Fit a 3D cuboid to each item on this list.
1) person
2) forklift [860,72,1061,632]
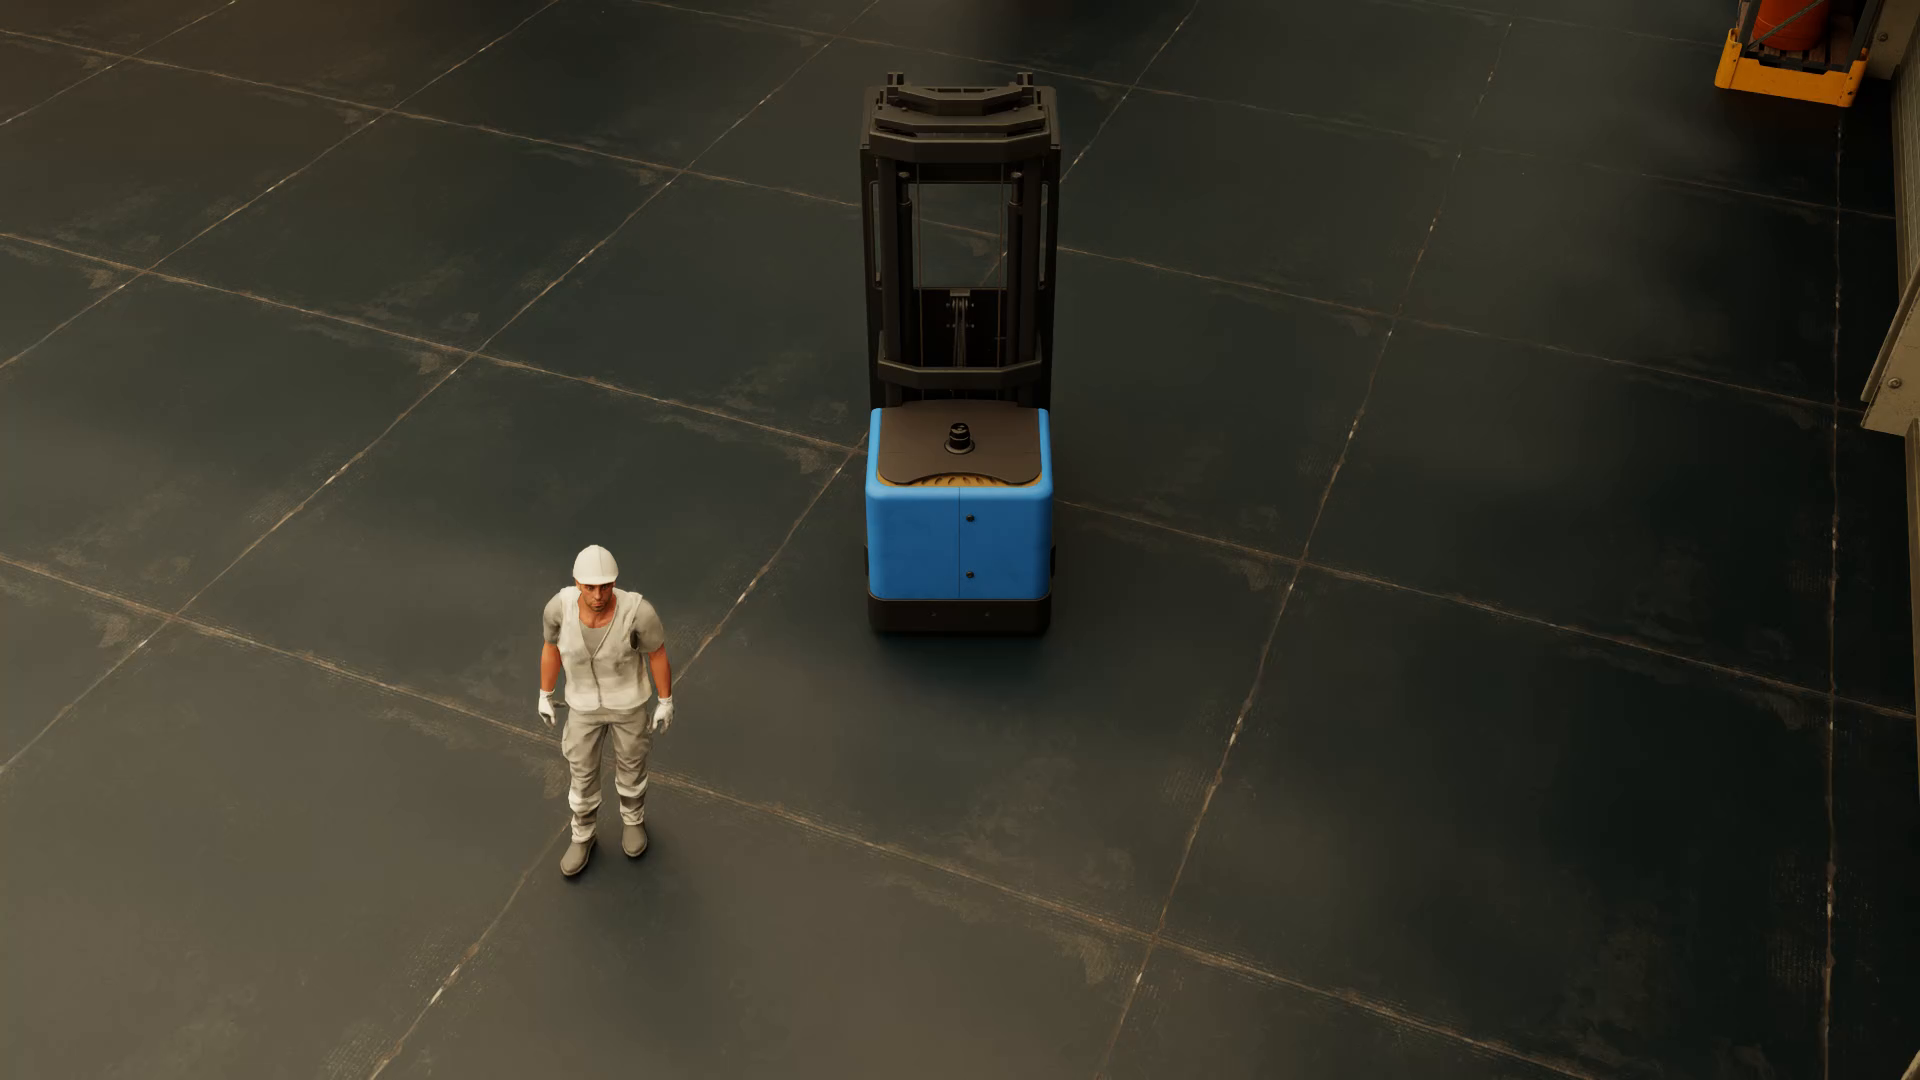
[{"bbox_3d":[-1.689,0.821,7.904,0.637,1.790,0.561,-1,40,-1],"label":"person"},{"bbox_3d":[0.002,-1.515,9.816,1.130,2.935,3.031,0,40,0],"label":"forklift"}]
